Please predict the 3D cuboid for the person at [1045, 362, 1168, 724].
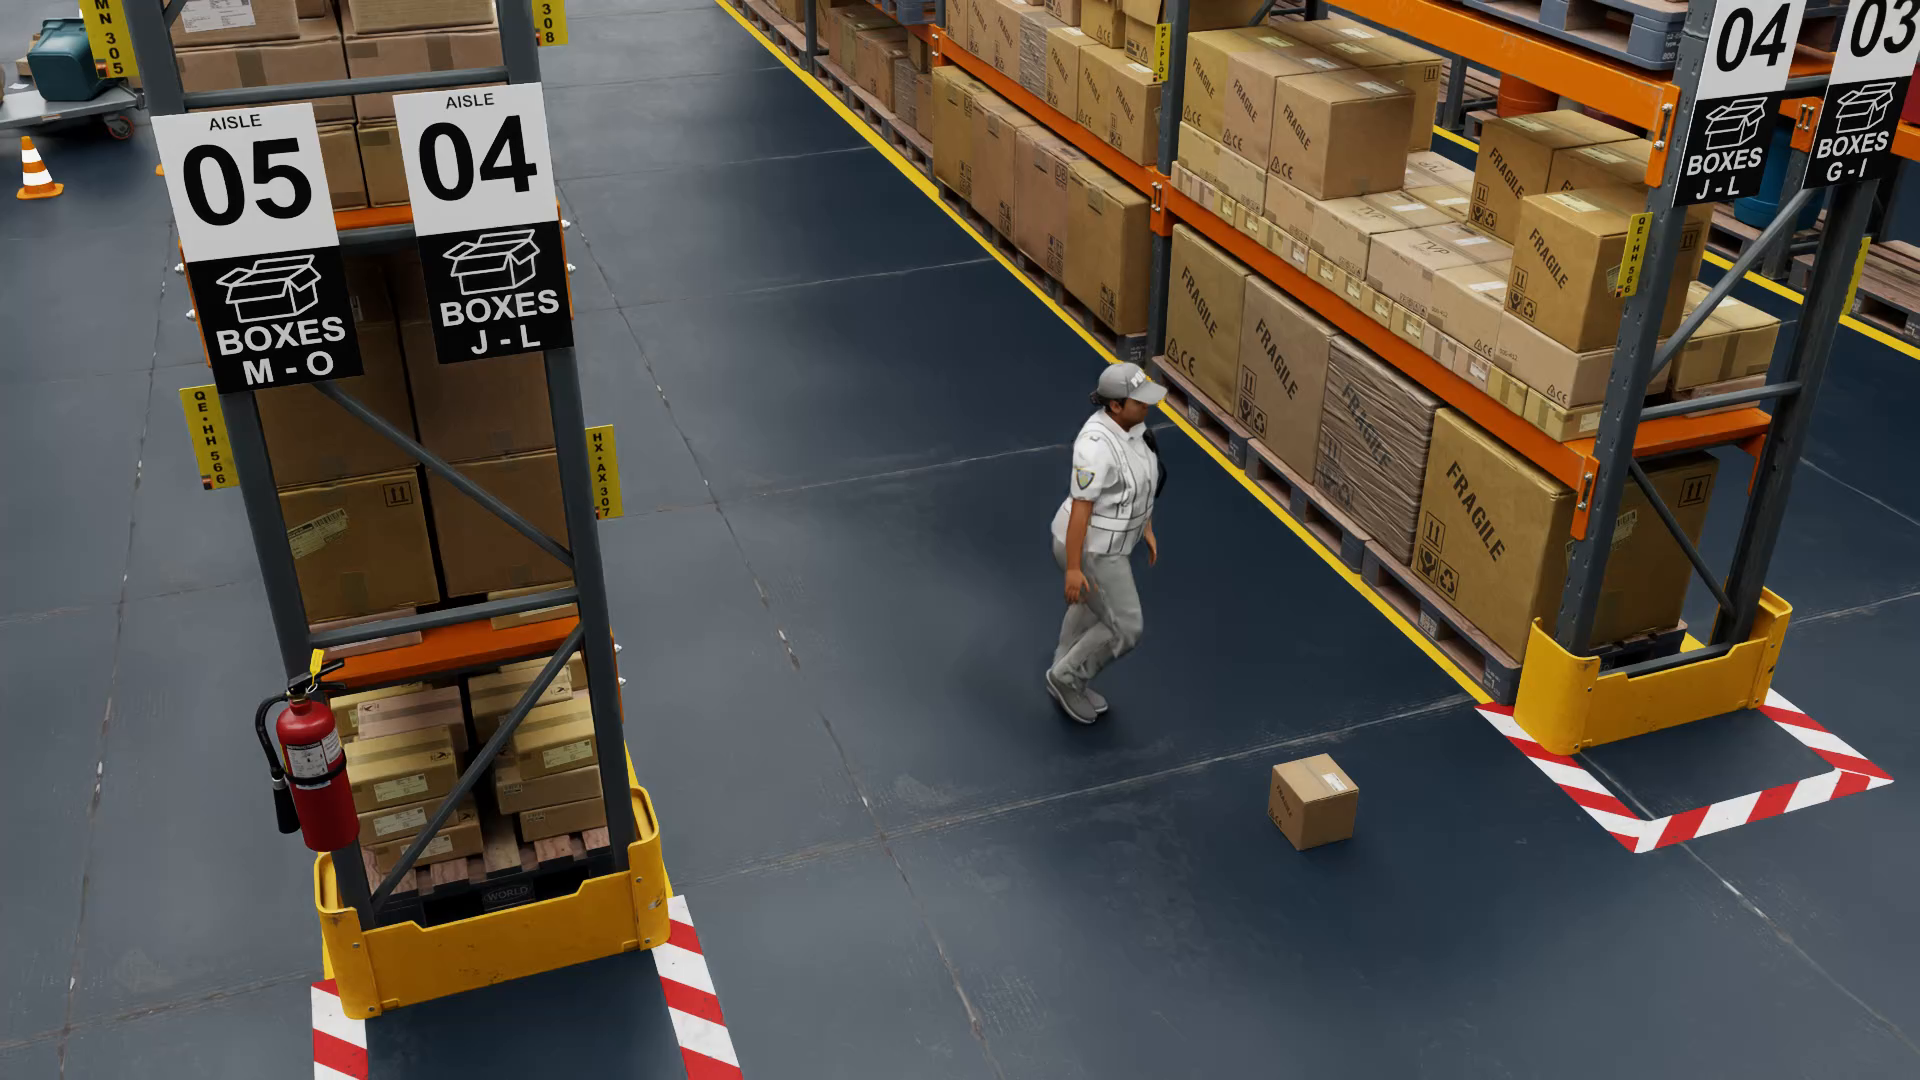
[{"bbox_3d":[0.607,0.034,7.043,0.459,1.651,0.612,13,32,21],"label":"person"}]
